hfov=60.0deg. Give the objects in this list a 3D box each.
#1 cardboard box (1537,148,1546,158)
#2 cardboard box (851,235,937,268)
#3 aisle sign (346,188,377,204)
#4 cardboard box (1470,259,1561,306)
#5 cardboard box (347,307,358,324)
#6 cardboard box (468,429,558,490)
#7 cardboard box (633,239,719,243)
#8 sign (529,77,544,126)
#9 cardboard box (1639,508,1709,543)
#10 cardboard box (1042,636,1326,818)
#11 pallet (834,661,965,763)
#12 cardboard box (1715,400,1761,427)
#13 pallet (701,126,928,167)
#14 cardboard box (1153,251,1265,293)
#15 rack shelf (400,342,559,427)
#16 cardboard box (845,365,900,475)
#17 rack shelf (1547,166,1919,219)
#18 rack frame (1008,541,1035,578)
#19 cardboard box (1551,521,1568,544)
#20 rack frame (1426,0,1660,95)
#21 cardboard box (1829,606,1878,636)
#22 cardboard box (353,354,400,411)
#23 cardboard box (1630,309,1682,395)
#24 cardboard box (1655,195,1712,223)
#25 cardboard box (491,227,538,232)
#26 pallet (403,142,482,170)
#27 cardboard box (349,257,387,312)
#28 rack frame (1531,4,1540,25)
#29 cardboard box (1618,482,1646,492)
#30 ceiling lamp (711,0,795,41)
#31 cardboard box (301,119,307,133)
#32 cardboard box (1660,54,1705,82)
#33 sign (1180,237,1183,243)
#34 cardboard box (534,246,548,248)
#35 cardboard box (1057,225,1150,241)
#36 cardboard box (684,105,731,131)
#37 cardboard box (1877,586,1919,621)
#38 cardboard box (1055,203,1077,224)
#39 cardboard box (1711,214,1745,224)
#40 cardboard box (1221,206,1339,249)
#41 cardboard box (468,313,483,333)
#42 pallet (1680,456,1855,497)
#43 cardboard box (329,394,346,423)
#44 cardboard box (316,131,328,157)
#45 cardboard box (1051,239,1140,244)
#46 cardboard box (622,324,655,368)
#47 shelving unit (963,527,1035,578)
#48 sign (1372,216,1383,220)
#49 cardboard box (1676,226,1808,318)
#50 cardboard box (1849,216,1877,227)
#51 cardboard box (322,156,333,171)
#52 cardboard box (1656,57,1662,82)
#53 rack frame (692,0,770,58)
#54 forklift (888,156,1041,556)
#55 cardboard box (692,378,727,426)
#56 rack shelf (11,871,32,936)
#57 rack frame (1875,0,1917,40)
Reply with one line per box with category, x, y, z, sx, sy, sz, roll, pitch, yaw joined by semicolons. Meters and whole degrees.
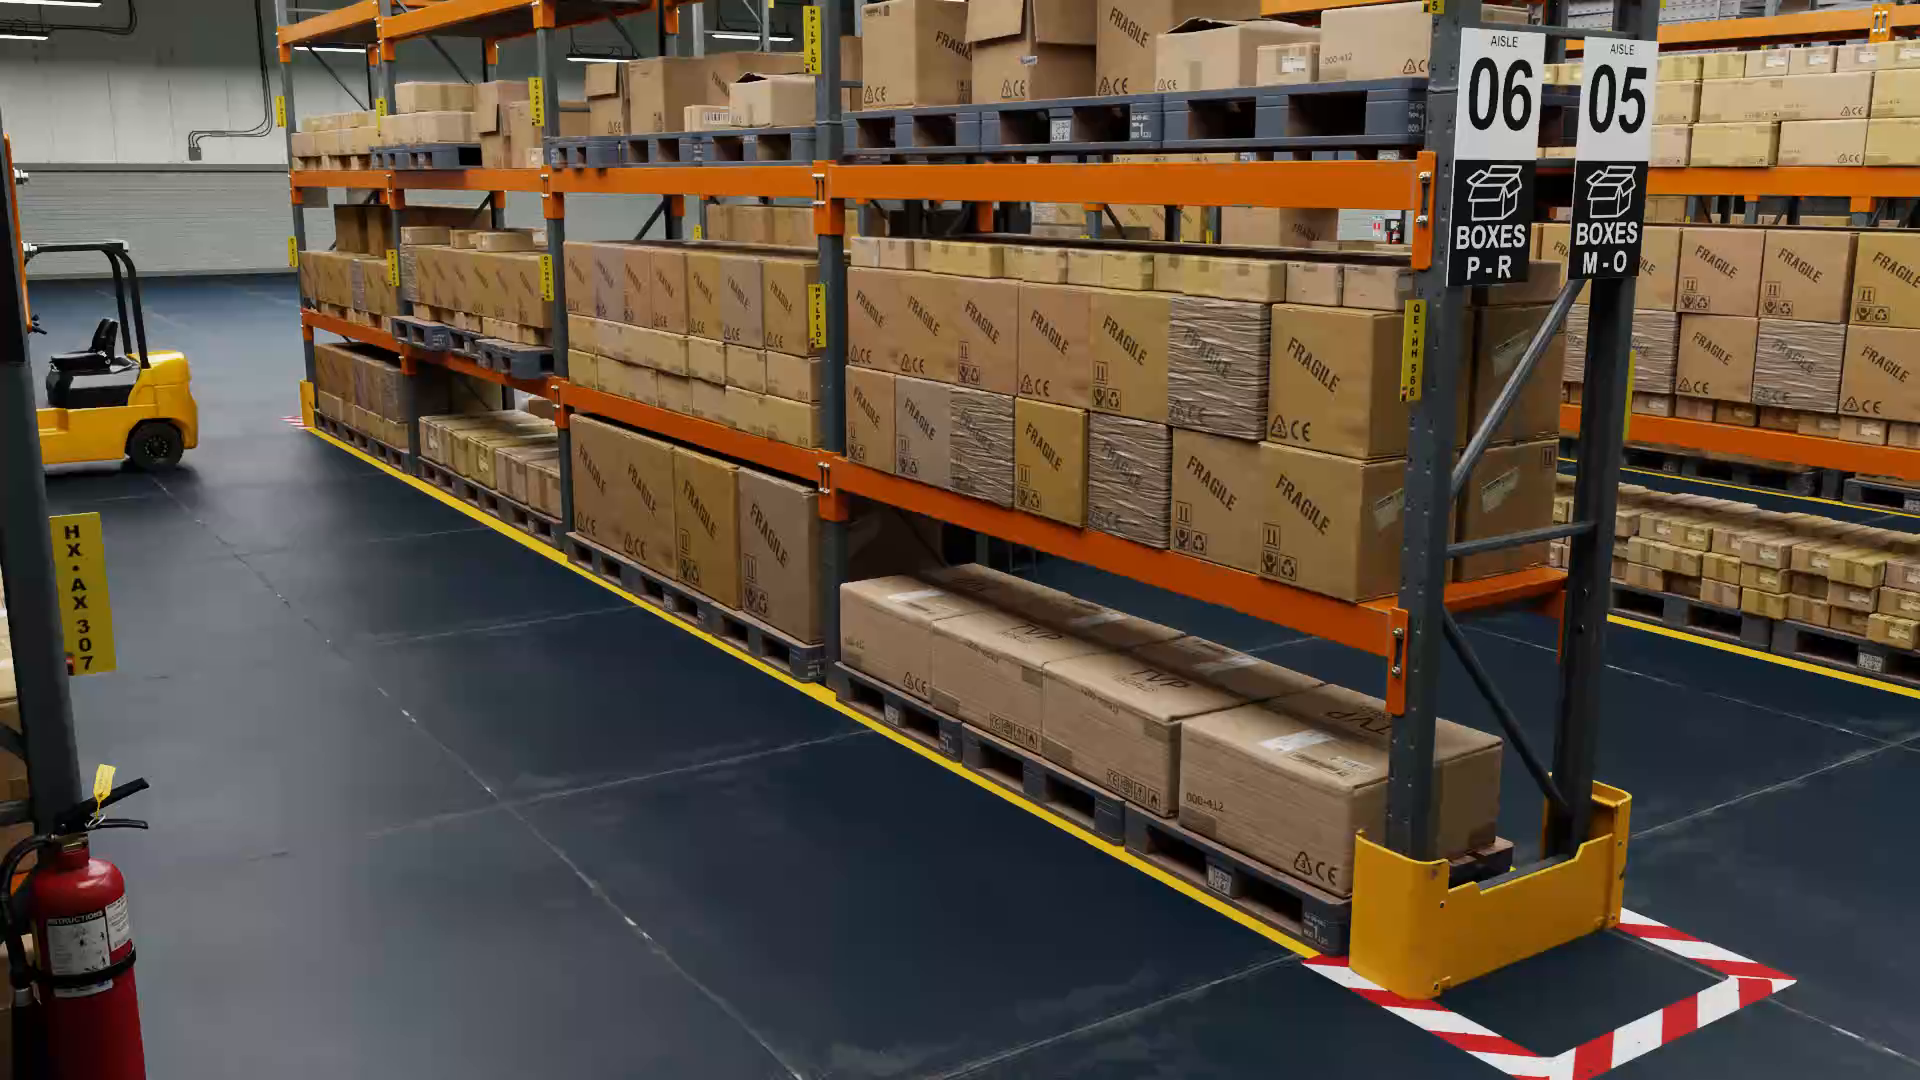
cardboard box;3.811;-2.585;10.992;0.500;0.250;0.500;-7;14;-30
cardboard box;-0.332;-1.470;8.471;0.380;0.149;0.250;-8;15;-34
aisle sign;-6.732;-4.152;18.743;0.394;0.787;0.004;-8;15;-33
cardboard box;1.960;-0.942;6.053;0.380;0.149;0.250;-8;15;-32
cardboard box;-6.010;-2.295;16.922;0.380;0.149;0.250;-8;15;-32
cardboard box;-3.642;-0.703;14.224;0.950;0.372;0.625;-8;14;-31
cardboard box;-2.002;-1.891;11.911;0.500;0.500;0.500;-9;15;-34
sign;-2.959;-3.068;11.640;0.100;0.325;0.005;-8;15;-33
cardboard box;4.533;-0.092;10.557;0.380;0.149;0.250;-9;15;-35
cardboard box;0.963;0.788;7.253;0.875;0.438;0.875;-8;14;-31
pallet;0.066;0.804;8.692;1.003;0.211;1.213;-8;15;-33
cardboard box;4.774;-0.782;10.004;0.380;0.149;0.250;-8;15;-32
pallet;-0.839;-2.232;9.474;0.805;0.209;1.217;-9;15;-35
cardboard box;0.995;-1.069;6.634;0.380;0.149;0.250;-8;15;-33
rack shelf;-3.615;-1.419;14.011;1.077;0.370;4.000;-8;15;-33
cardboard box;-0.248;-0.637;8.521;0.500;0.500;0.500;-8;14;-31
rack shelf;4.883;-2.065;9.946;1.077;0.370;4.000;-8;15;-33
rack frame;0.430;-0.309;11.466;0.240;1.200;0.015;-10;16;-38
cardboard box;4.089;-0.089;11.240;0.380;0.149;0.250;-8;15;-33
rack frame;1.926;-2.922;5.161;1.000;3.000;0.127;-8;15;-33
cardboard box;5.224;0.432;9.554;0.380;0.149;0.250;-8;15;-33
cardboard box;-5.841;-1.608;16.893;0.500;0.500;0.500;-7;14;-30
cardboard box;4.368;-1.202;10.407;0.500;0.500;0.500;-8;15;-34
cardboard box;11.525;-5.231;26.492;0.700;0.500;0.500;-8;15;-32
cardboard box;-3.886;-2.665;14.598;0.380;0.149;0.250;-9;15;-34
pallet;-3.892;-3.193;13.859;1.213;0.211;1.003;-8;15;-33
cardboard box;-5.758;-2.552;16.580;0.500;0.500;0.500;-8;14;-31
rack frame;7.650;-6.816;22.965;1.000;3.000;0.127;-8;15;-33
cardboard box;4.507;-0.293;11.479;0.380;0.149;0.250;-8;15;-33
ceiling lamp;-4.884;-13.101;38.044;2.000;3.185;0.800;-8;15;-33
cardboard box;-6.912;-4.482;18.036;0.380;0.149;0.250;-8;15;-33
cardboard box;4.422;-2.818;9.953;0.380;0.149;0.250;-7;14;-30
sign;2.005;-2.611;15.255;0.100;0.325;0.005;-8;15;-33
cardboard box;-3.719;-2.289;14.396;0.500;0.500;0.500;-8;14;-31
cardboard box;1.318;-2.636;15.322;0.700;0.500;0.500;-8;15;-33
cardboard box;-1.463;-2.578;10.171;0.380;0.166;0.250;-7;14;-28
cardboard box;5.361;0.334;9.307;0.380;0.149;0.250;-9;15;-34
cardboard box;1.660;-4.473;23.023;0.500;0.500;0.500;-8;15;-33
cardboard box;14.243;-5.770;30.773;0.500;0.500;0.500;-9;15;-35
cardboard box;3.851;-3.639;20.094;1.000;1.000;1.000;-8;15;-32
cardboard box;-3.808;-1.793;13.646;0.380;0.149;0.250;-9;15;-35
pallet;7.469;-0.642;15.303;1.003;0.211;1.213;-8;15;-33
cardboard box;-6.446;-1.431;17.838;0.500;0.250;0.500;-7;14;-31
cardboard box;-6.304;-4.074;17.103;0.500;0.250;0.500;-8;14;-31
cardboard box;0.655;-1.352;7.928;0.380;0.149;0.250;-8;15;-33
cardboard box;-1.880;-1.284;10.892;0.500;0.250;0.500;-8;15;-33
shelving unit;0.275;-0.349;11.651;0.258;1.200;0.503;-10;16;-38
sign;9.903;-7.643;39.466;0.001;0.109;0.331;-8;15;-33
cardboard box;4.658;-1.605;9.910;0.500;0.500;0.500;-9;15;-35
cardboard box;15.811;-5.469;29.397;0.500;0.500;0.500;-9;15;-34
cardboard box;-6.306;-3.853;17.026;0.380;0.149;0.250;-8;15;-32
cardboard box;4.310;-2.872;10.200;0.380;0.149;0.250;-9;15;-35
rack frame;-2.874;-6.372;20.934;1.000;3.000;0.127;-8;15;-33
forklift;-0.013;-1.577;13.214;1.130;2.935;3.031;-1;12;-3
cardboard box;-1.294;-0.862;10.135;0.500;0.250;0.500;-9;15;-34
rack shelf;-3.312;0.592;4.815;1.077;0.370;4.000;-8;15;-33
rack frame;7.960;-4.807;13.778;1.000;3.000;0.127;-8;15;-33
